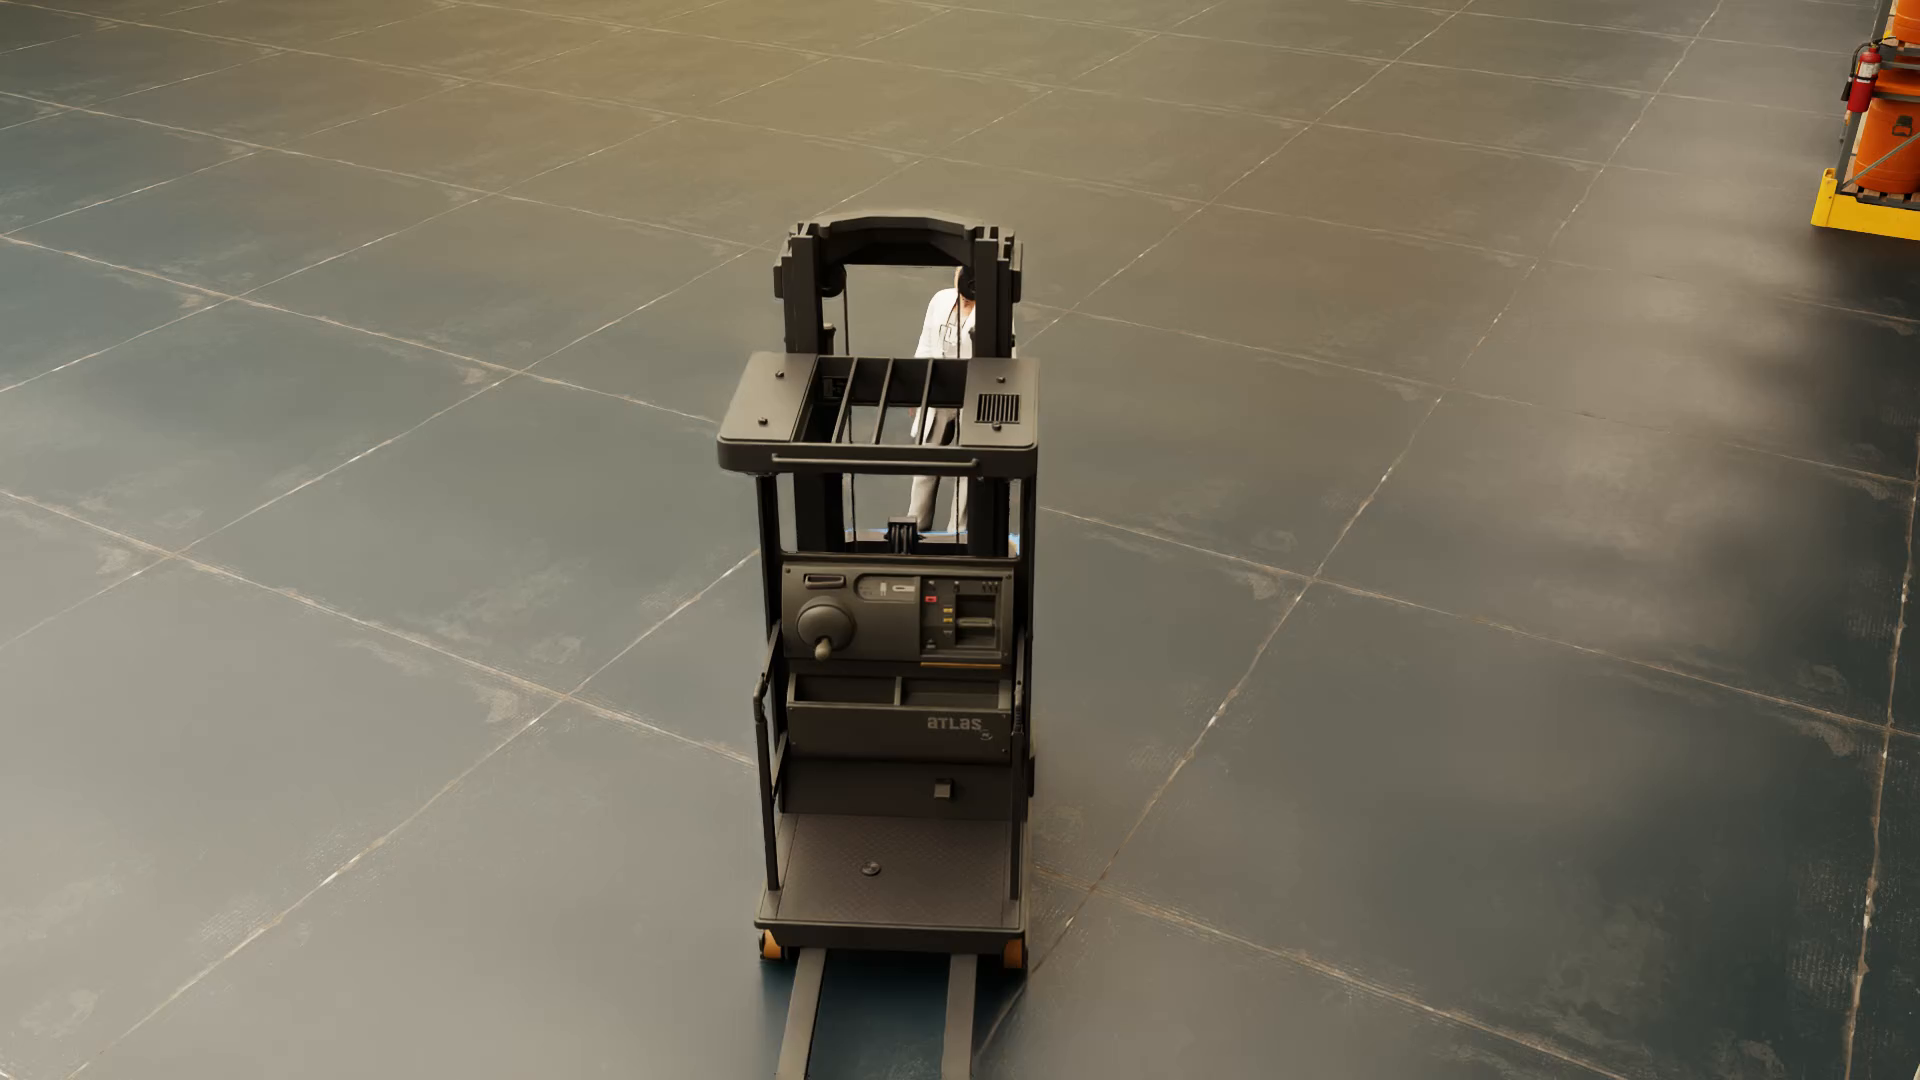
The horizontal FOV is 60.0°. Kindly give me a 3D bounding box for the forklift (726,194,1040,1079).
[{"bbox_3d":[-0.249,0.257,6.626,1.130,2.935,3.031,2,30,3],"label":"forklift"}]

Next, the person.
[{"bbox_3d":[-0.048,-0.738,9.488,0.697,1.776,0.581,15,33,25],"label":"person"}]
